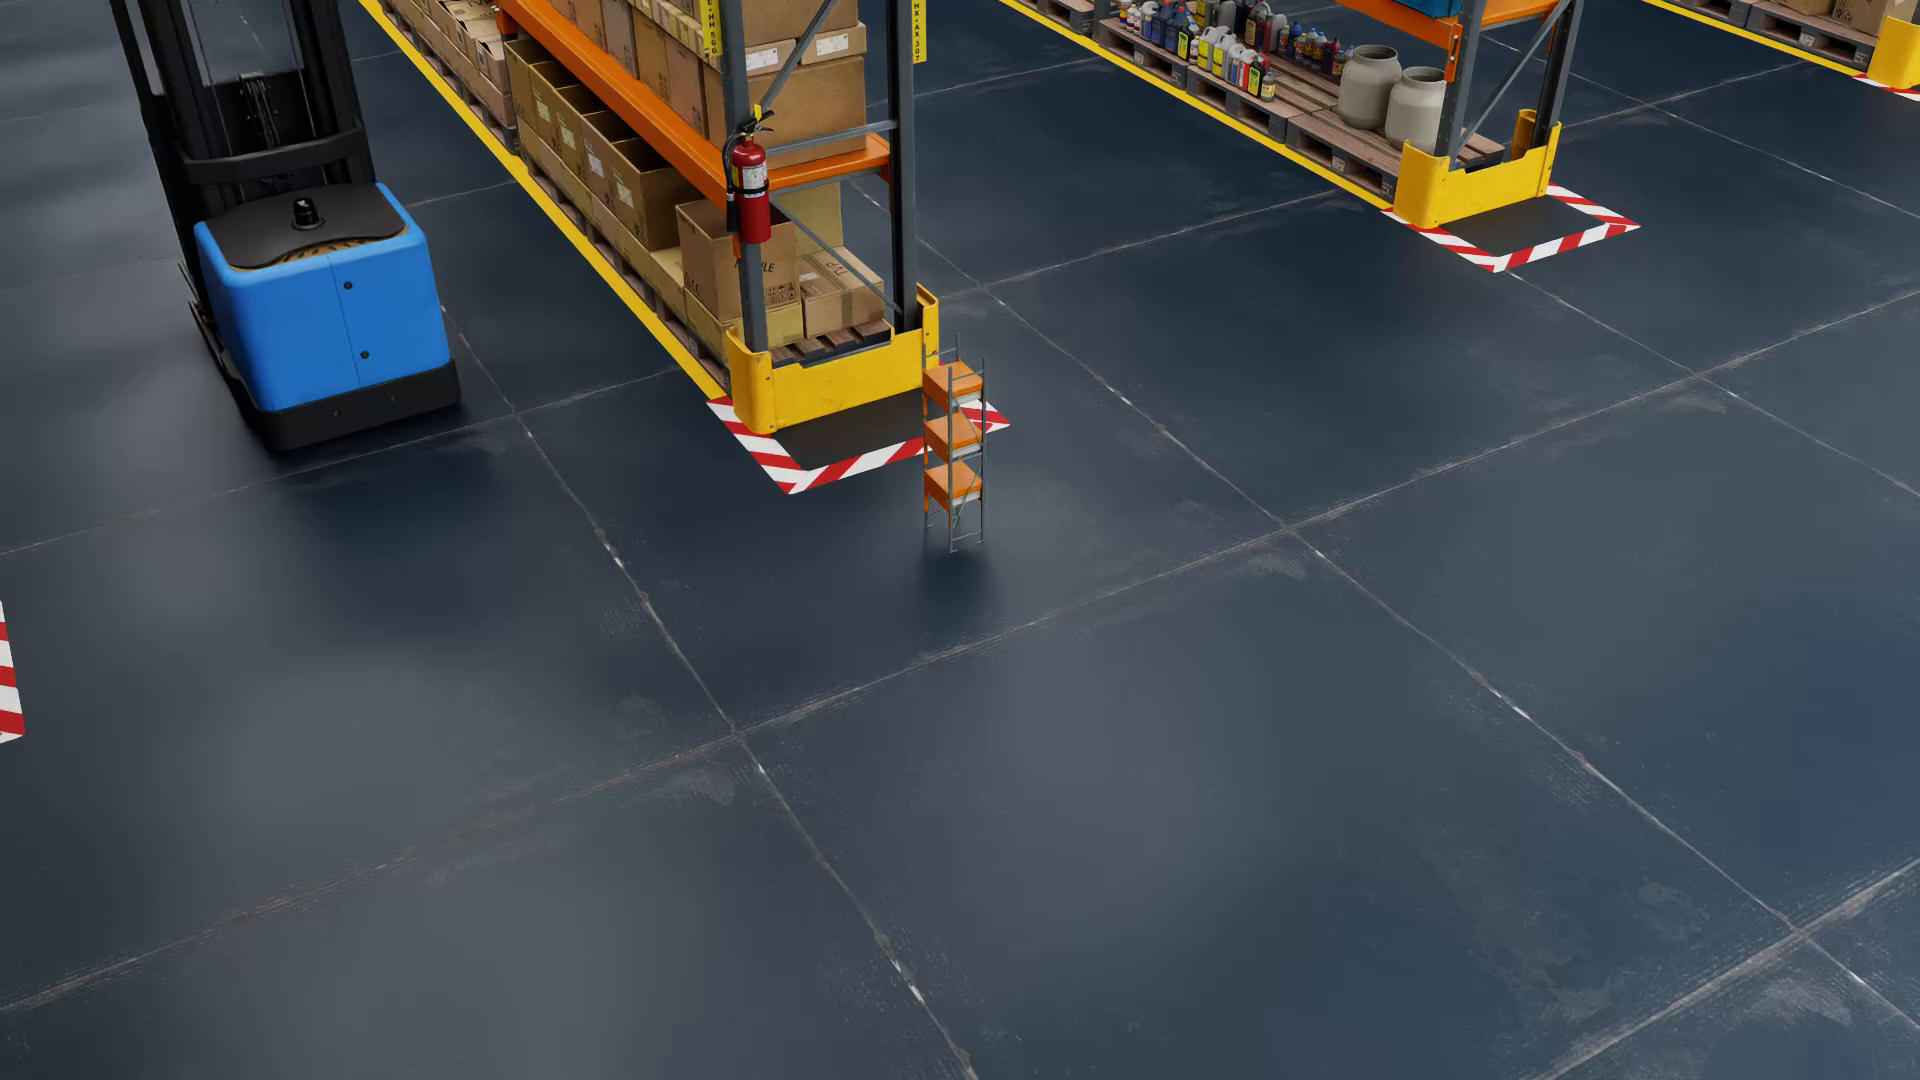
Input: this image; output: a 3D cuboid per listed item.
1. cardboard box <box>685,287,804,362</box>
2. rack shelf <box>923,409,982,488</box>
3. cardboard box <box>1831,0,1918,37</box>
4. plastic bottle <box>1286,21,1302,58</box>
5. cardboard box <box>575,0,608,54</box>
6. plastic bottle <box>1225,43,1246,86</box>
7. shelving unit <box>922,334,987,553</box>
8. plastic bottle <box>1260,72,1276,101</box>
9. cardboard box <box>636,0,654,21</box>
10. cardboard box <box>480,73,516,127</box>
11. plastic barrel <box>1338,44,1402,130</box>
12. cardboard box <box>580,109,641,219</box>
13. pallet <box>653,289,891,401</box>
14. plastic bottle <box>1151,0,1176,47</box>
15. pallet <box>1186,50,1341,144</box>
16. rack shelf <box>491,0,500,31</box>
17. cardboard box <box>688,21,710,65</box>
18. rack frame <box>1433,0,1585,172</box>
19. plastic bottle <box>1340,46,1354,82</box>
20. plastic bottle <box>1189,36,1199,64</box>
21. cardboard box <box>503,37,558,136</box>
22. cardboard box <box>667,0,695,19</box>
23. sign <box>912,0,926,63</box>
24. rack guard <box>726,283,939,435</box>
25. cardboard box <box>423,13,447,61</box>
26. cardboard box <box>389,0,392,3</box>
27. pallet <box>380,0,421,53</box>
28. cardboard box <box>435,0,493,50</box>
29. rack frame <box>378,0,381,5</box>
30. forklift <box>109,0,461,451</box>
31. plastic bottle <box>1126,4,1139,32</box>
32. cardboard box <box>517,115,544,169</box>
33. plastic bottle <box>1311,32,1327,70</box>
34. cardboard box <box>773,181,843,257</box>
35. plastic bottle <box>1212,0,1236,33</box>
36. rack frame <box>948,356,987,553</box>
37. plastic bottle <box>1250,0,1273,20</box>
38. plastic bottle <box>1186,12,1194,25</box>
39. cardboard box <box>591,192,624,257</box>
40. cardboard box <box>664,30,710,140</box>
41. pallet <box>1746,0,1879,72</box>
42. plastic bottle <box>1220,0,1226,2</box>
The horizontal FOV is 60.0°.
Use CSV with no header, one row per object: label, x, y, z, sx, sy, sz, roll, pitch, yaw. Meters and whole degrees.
cardboard box,-1.225,-1.286,9.443,0.500,0.250,0.500,-19,40,-24
rack shelf,-0.027,-0.443,7.984,0.215,0.259,0.240,-19,40,-24
cardboard box,7.567,-4.458,13.574,0.500,0.500,0.500,-12,38,-16
plastic bottle,2.619,-3.929,13.027,0.097,0.271,0.097,0,36,0
cardboard box,-1.962,-3.373,10.240,0.700,0.500,0.500,-18,40,-23
plastic bottle,2.110,-3.599,12.571,0.152,0.276,0.135,-20,41,-25
shelving unit,-0.027,-0.451,7.978,0.215,1.050,0.252,-19,40,-24
plastic bottle,2.283,-3.361,12.309,0.097,0.201,0.097,0,36,0
cardboard box,-1.575,-3.008,9.191,0.380,0.149,0.250,-18,40,-23
cardboard box,-3.169,-3.266,12.154,0.500,0.250,0.500,-19,40,-24
plastic barrel,2.936,-3.241,11.897,0.421,0.512,0.421,0,36,0
cardboard box,-1.992,-2.350,10.263,0.500,0.500,0.500,-19,40,-24
pallet,-1.121,-1.293,9.841,1.003,0.211,1.213,-19,40,-24
plastic bottle,1.621,-4.120,13.221,0.144,0.351,0.185,-18,40,-23
pallet,2.493,-3.443,12.785,1.003,0.211,1.213,-19,40,-24
rack shelf,-3.715,-4.811,12.903,1.077,0.370,4.000,-19,40,-24
cardboard box,-1.190,-2.615,8.652,0.380,0.149,0.250,-18,40,-23
rack frame,3.584,-3.507,10.509,1.000,3.000,0.127,-19,40,-24
plastic bottle,2.943,-3.600,12.576,0.097,0.271,0.097,0,36,0
plastic bottle,1.838,-3.812,12.926,0.097,0.201,0.097,0,36,0
cardboard box,-2.748,-3.114,11.310,0.500,0.500,0.500,-19,40,-24
cardboard box,-1.219,-3.141,8.823,0.700,0.500,0.500,-20,41,-25
sign,-0.218,-2.584,8.444,0.100,0.325,0.005,-19,40,-24
rack guard,-0.688,-1.020,9.222,1.175,0.500,0.348,-19,40,-24
cardboard box,-3.933,-4.045,13.220,0.500,0.250,0.500,-18,40,-23
cardboard box,-4.711,-4.826,14.290,0.500,0.250,0.500,-19,40,-24
pallet,-4.340,-4.564,14.319,1.003,0.211,1.213,-19,40,-24
cardboard box,-3.677,-4.007,12.693,0.500,0.311,0.500,-19,40,-24
rack frame,-4.720,-6.121,14.087,1.000,3.000,0.127,-19,40,-24
forklift,-3.963,-2.493,9.178,1.130,2.935,3.031,-20,41,-25
plastic bottle,1.407,-4.250,13.526,0.097,0.201,0.097,0,36,0
cardboard box,-2.739,-2.814,11.535,0.500,0.250,0.500,-19,40,-24
plastic bottle,2.771,-3.775,12.815,0.097,0.271,0.097,0,36,0
cardboard box,-1.030,-1.997,9.781,0.500,0.500,0.500,-19,40,-24
plastic bottle,2.128,-4.227,13.431,0.152,0.276,0.135,-19,40,-24
rack frame,0.034,-0.389,7.893,0.200,1.050,0.008,-19,40,-24
plastic bottle,2.406,-4.149,13.261,0.144,0.351,0.185,-19,40,-24
plastic bottle,1.799,-4.050,13.192,0.097,0.271,0.097,0,36,0
cardboard box,-1.989,-2.048,10.486,0.500,0.250,0.500,-19,40,-24
cardboard box,-1.192,-2.590,9.168,0.700,0.500,0.500,-18,40,-23
pallet,7.451,-4.312,13.975,1.003,0.211,1.213,-19,40,-24
plastic bottle,2.147,-4.412,13.620,0.144,0.351,0.185,-20,41,-25
